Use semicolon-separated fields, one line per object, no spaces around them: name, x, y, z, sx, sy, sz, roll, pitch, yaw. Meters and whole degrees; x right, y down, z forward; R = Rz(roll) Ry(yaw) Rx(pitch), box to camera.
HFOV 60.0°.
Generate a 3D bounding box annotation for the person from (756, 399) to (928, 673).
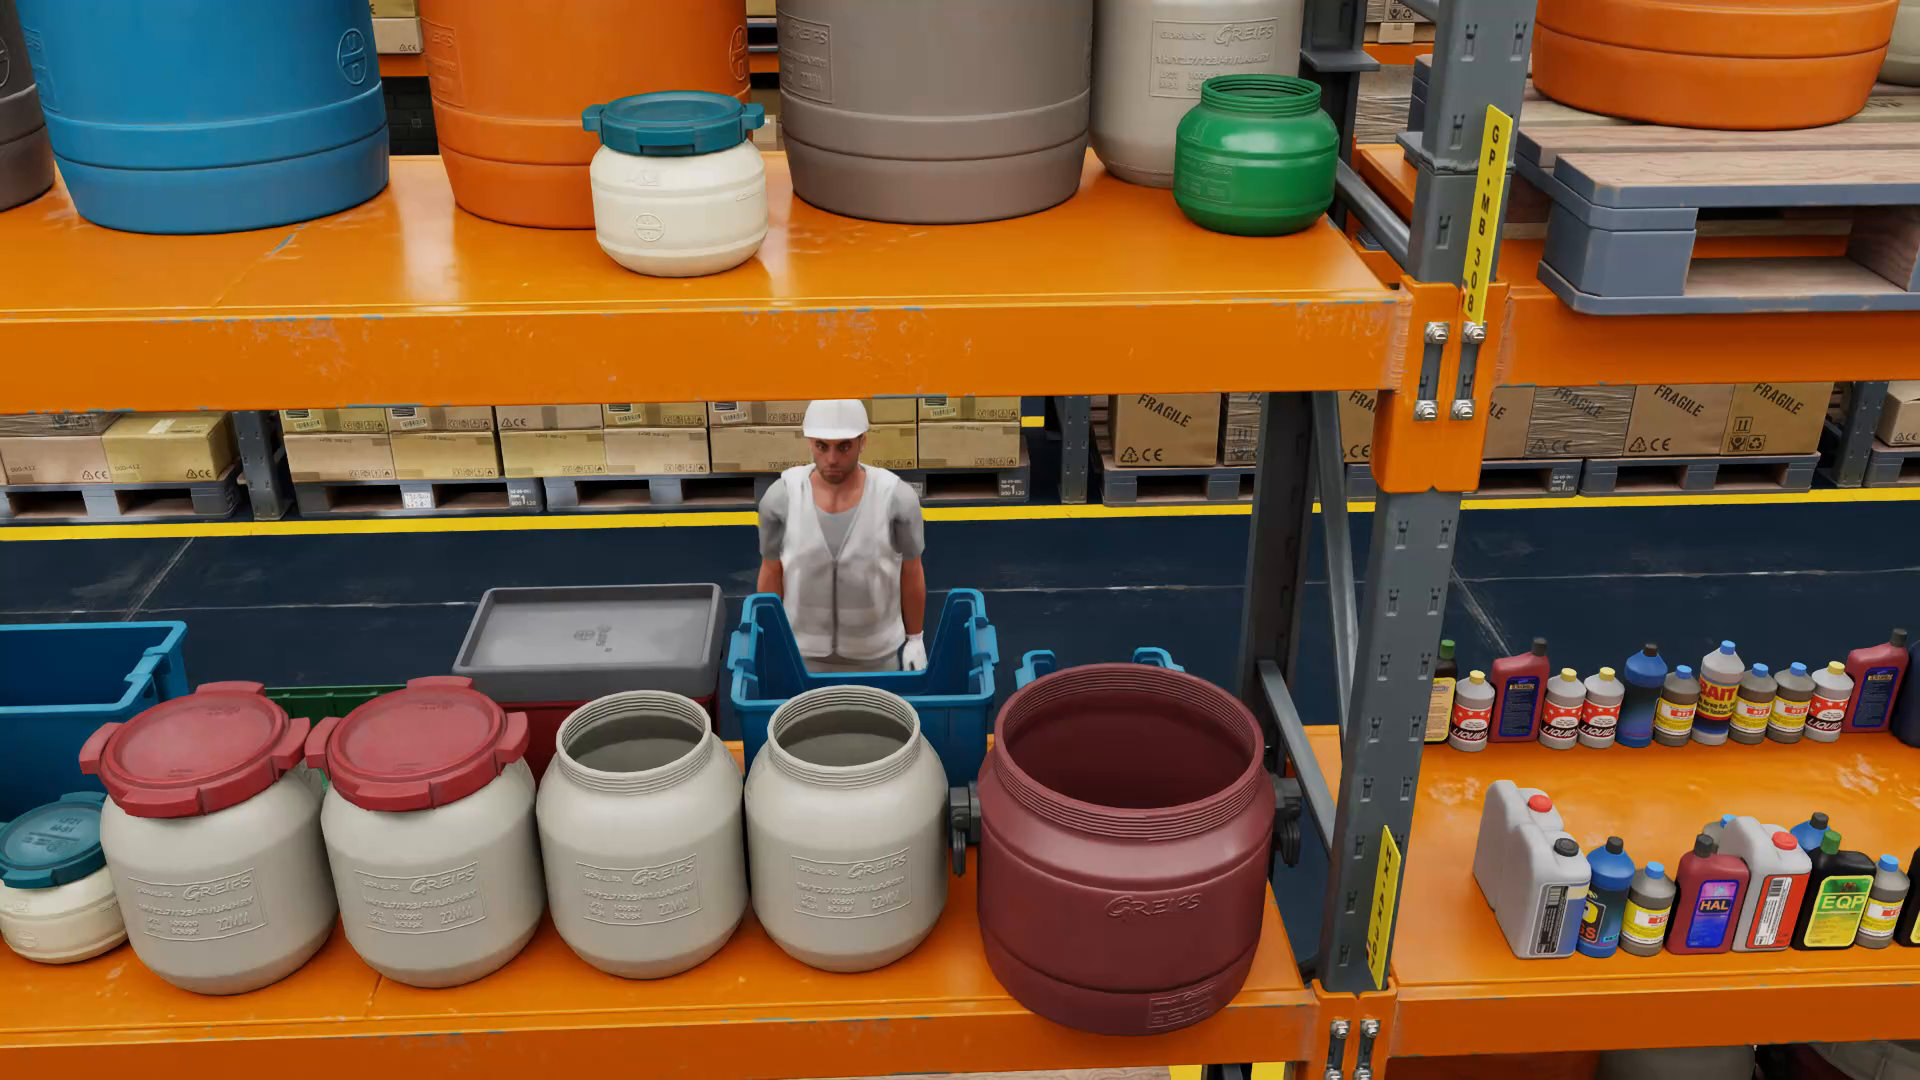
person;-0.391;0.360;5.381;0.567;1.795;0.609;1;27;2
